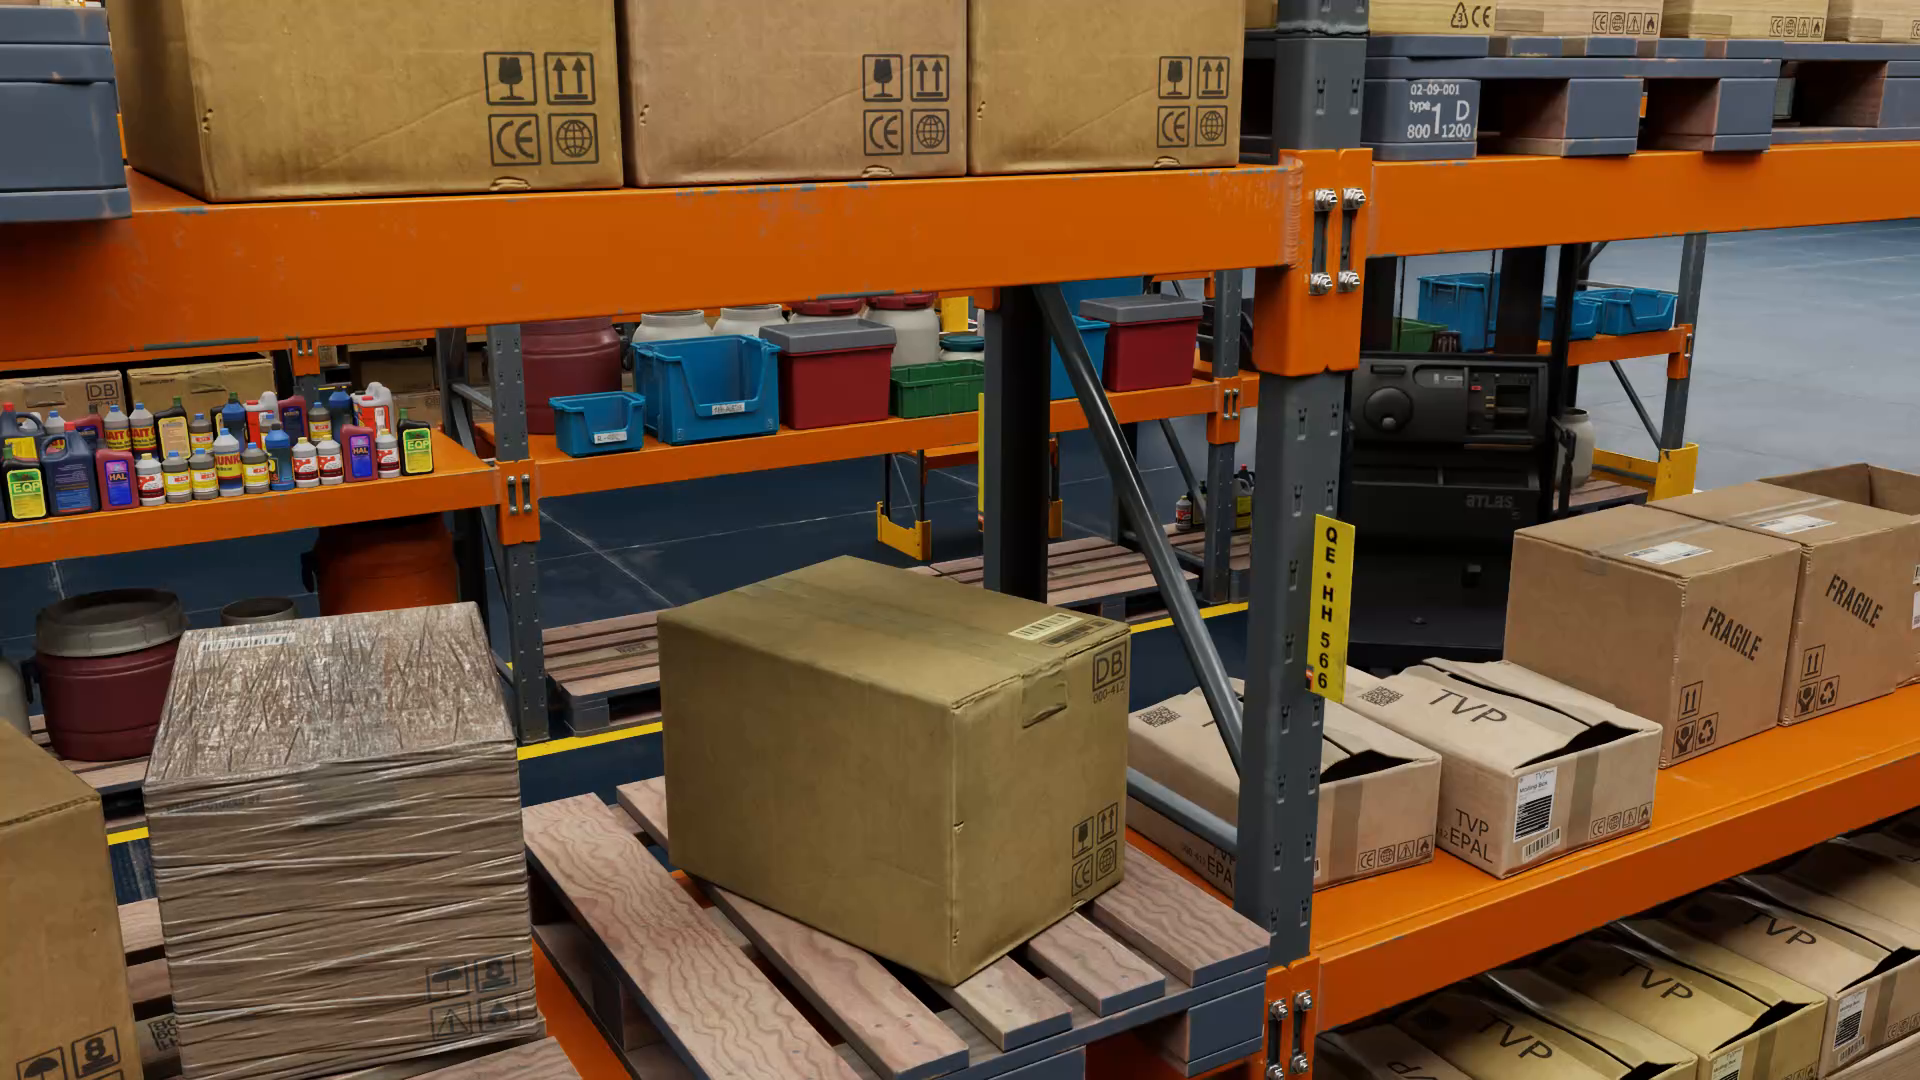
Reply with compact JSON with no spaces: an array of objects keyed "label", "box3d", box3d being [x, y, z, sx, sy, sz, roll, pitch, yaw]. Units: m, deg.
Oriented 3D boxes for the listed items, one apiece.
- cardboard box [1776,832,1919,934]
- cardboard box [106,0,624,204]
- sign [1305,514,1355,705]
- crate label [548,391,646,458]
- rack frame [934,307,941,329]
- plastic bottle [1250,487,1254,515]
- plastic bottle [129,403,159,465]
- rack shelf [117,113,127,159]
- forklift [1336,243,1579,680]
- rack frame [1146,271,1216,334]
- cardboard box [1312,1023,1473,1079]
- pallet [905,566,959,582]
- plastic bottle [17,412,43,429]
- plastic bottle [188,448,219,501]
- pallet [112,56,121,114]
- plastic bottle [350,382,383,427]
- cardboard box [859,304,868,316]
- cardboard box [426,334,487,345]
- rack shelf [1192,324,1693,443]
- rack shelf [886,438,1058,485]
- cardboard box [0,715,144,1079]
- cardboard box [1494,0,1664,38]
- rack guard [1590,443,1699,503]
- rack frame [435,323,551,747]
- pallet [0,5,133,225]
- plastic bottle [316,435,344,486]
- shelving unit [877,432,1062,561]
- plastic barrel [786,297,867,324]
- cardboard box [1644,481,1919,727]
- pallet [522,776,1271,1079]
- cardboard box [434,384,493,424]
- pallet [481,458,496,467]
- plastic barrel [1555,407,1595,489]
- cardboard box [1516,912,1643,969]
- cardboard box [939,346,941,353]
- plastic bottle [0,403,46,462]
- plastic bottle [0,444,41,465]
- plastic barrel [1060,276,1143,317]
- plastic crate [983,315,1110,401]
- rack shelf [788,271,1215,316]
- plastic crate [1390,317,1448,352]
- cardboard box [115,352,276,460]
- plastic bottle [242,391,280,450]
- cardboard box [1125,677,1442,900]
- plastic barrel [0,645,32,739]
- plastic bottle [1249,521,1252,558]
[{"label":"cardboard box","box3d":[2.717,1.078,4.785,0.500,0.311,0.500,-9,18,-30]},{"label":"cardboard box","box3d":[-0.880,-0.764,2.336,0.500,0.500,0.910,-9,18,-30]},{"label":"sign","box3d":[0.647,0.122,2.920,0.005,0.325,0.100,-9,18,-30]},{"label":"crate label","box3d":[-1.634,-0.521,7.521,0.416,0.233,0.303,-9,18,-30]},{"label":"rack frame","box3d":[-0.350,-4.049,19.798,0.127,3.000,1.000,-9,18,-30]},{"label":"plastic bottle","box3d":[1.906,-0.238,10.434,0.135,0.276,0.152,-9,18,-30]},{"label":"plastic bottle","box3d":[-3.548,-0.458,7.224,0.097,0.271,0.097,0,16,0]},{"label":"rack shelf","box3d":[-3.903,-1.450,6.300,4.000,0.370,1.077,-9,18,-30]},{"label":"forklift","box3d":[2.368,-0.695,7.958,1.130,2.935,3.031,2,16,9]},{"label":"rack frame","box3d":[2.118,-2.888,15.654,0.127,3.000,1.000,-9,18,-30]},{"label":"cardboard box","box3d":[0.959,1.364,3.765,0.500,0.311,0.500,-9,18,-28]},{"label":"pallet","box3d":[-0.460,0.446,8.929,1.213,0.211,1.003,-9,18,-30]},{"label":"plastic bottle","box3d":[-3.915,-0.392,6.980,0.135,0.276,0.152,-9,18,-30]},{"label":"plastic bottle","box3d":[-3.039,-0.268,6.675,0.097,0.201,0.097,0,16,0]},{"label":"pallet","box3d":[-2.895,-1.899,6.921,1.213,0.211,1.003,-9,18,-30]},{"label":"plastic bottle","box3d":[-2.726,-0.585,7.668,0.135,0.276,0.152,-9,18,-30]},{"label":"cardboard box","box3d":[-1.650,-2.996,19.199,0.875,0.875,0.875,-10,18,-31]},{"label":"cardboard box","box3d":[-5.093,-2.372,17.204,0.750,0.750,1.050,-9,18,-30]},{"label":"rack shelf","box3d":[2.955,-1.117,10.672,4.000,0.370,1.077,-9,18,-30]},{"label":"rack shelf","box3d":[0.073,-0.561,10.798,1.000,0.185,0.538,-9,18,-30]},{"label":"cardboard box","box3d":[-1.587,0.563,2.382,0.700,0.500,0.500,15,21,42]},{"label":"cardboard box","box3d":[1.159,-1.211,3.614,0.500,0.250,0.500,-9,18,-28]},{"label":"rack guard","box3d":[4.628,-0.517,11.827,0.348,0.500,1.175,-9,18,-30]},{"label":"rack frame","box3d":[-2.189,-0.630,7.599,0.127,3.000,1.000,-9,18,-30]},{"label":"pallet","box3d":[-1.587,-0.500,1.928,1.003,0.211,1.213,-9,18,-30]},{"label":"plastic bottle","box3d":[-2.622,-0.335,6.917,0.097,0.201,0.097,0,16,0]},{"label":"shelving unit","box3d":[0.065,-0.733,10.745,1.083,1.500,0.587,-9,18,-30]},{"label":"plastic barrel","box3d":[-0.693,-1.007,8.692,0.433,0.535,0.433,0,16,0]},{"label":"cardboard box","box3d":[2.240,0.158,4.602,0.500,0.500,0.500,-9,18,-30]},{"label":"pallet","box3d":[-0.186,0.720,3.141,1.003,0.211,1.213,-9,18,-30]},{"label":"cardboard box","box3d":[-3.706,-0.962,12.599,0.500,0.500,0.700,-11,19,-34]},{"label":"pallet","box3d":[-4.069,-0.541,12.450,1.213,0.211,1.003,-9,18,-30]},{"label":"plastic barrel","box3d":[4.144,-0.637,11.456,0.421,0.512,0.421,0,16,0]},{"label":"cardboard box","box3d":[1.558,1.095,4.722,0.500,0.311,0.500,-9,18,-30]},{"label":"cardboard box","box3d":[-0.460,-1.458,14.407,0.500,0.500,0.500,-3,16,-12]},{"label":"plastic bottle","box3d":[-3.860,-0.390,6.835,0.185,0.351,0.144,-9,18,-30]},{"label":"plastic bottle","box3d":[-3.599,-0.230,6.388,0.133,0.283,0.061,-9,18,-30]},{"label":"plastic barrel","box3d":[0.753,-1.444,9.573,0.708,0.901,0.600,-9,18,-30]},{"label":"plastic crate","box3d":[0.455,-0.953,8.781,0.575,0.384,0.392,-9,18,-30]},{"label":"rack shelf","box3d":[0.404,-2.263,14.760,4.000,0.370,1.077,-9,18,-30]},{"label":"plastic crate","box3d":[2.549,-1.207,10.051,0.662,0.188,0.450,-9,18,-30]},{"label":"cardboard box","box3d":[-5.342,-0.864,11.592,0.875,0.875,1.225,-10,19,-32]},{"label":"plastic bottle","box3d":[-3.123,-0.520,7.439,0.135,0.276,0.152,-9,18,-30]},{"label":"cardboard box","box3d":[0.693,0.519,3.665,0.500,0.311,0.500,-8,18,-26]},{"label":"plastic barrel","box3d":[-4.005,0.694,6.708,0.421,0.512,0.421,0,16,0]},{"label":"plastic bottle","box3d":[1.739,-0.027,9.688,0.097,0.271,0.097,0,16,0]}]
